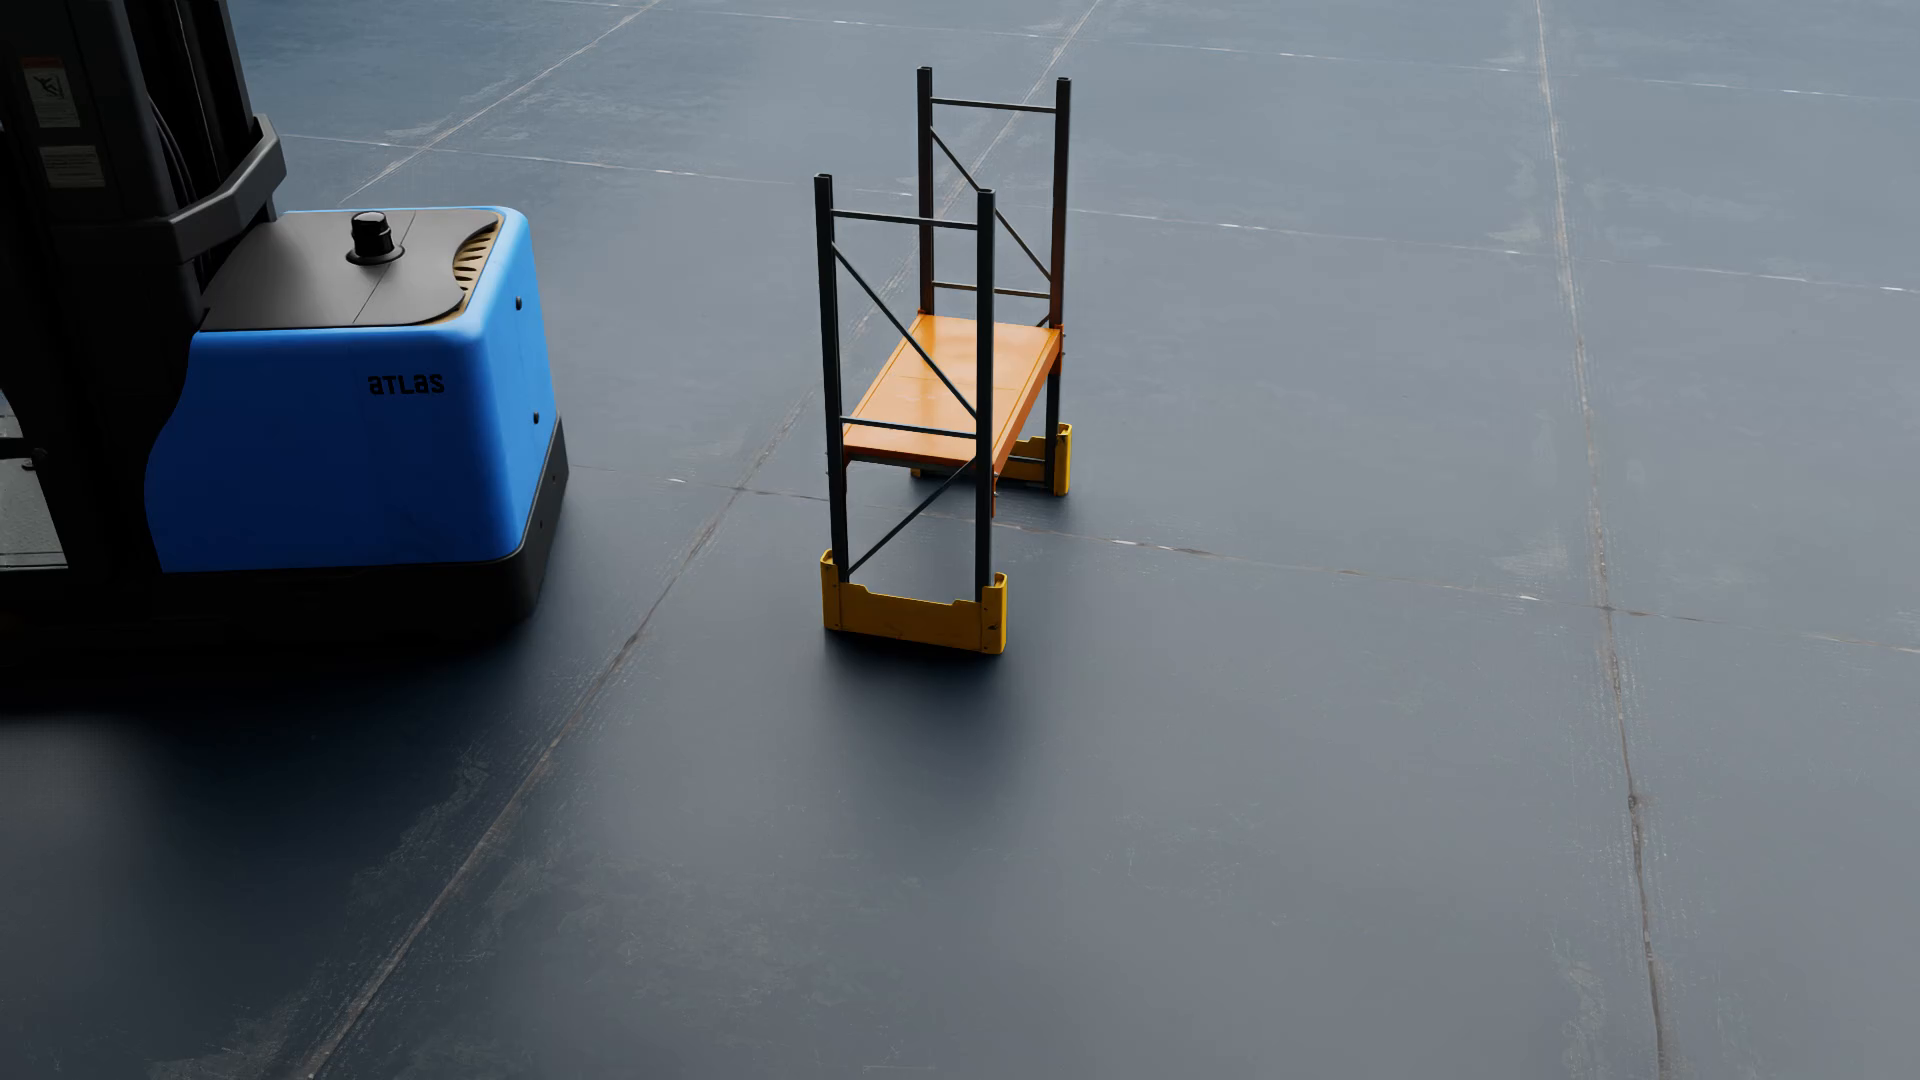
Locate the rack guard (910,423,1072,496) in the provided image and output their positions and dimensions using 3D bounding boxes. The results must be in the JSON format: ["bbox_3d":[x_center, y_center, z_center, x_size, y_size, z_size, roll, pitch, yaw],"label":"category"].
[{"bbox_3d":[0.107,-0.324,6.027,0.587,0.250,0.087,8,33,12],"label":"rack guard"}]

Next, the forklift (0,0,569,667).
[{"bbox_3d":[-2.891,-1.131,4.798,3.031,2.935,1.130,-2,33,-3],"label":"forklift"}]

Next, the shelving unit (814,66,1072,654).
[{"bbox_3d":[-0.019,-0.593,5.285,0.587,1.500,1.083,8,33,12],"label":"shelving unit"}]

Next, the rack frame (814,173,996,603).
[{"bbox_3d":[-0.151,-0.325,4.863,0.500,1.500,0.032,8,33,12],"label":"rack frame"}]

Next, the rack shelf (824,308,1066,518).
[{"bbox_3d":[-0.022,-0.437,5.374,0.538,0.185,1.000,8,33,12],"label":"rack shelf"}]

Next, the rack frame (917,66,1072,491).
[{"bbox_3d":[0.107,-0.852,5.693,0.500,1.500,0.032,8,33,12],"label":"rack frame"}]

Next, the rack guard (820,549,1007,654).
[{"bbox_3d":[-0.146,0.192,5.214,0.587,0.250,0.087,8,33,12],"label":"rack guard"}]
